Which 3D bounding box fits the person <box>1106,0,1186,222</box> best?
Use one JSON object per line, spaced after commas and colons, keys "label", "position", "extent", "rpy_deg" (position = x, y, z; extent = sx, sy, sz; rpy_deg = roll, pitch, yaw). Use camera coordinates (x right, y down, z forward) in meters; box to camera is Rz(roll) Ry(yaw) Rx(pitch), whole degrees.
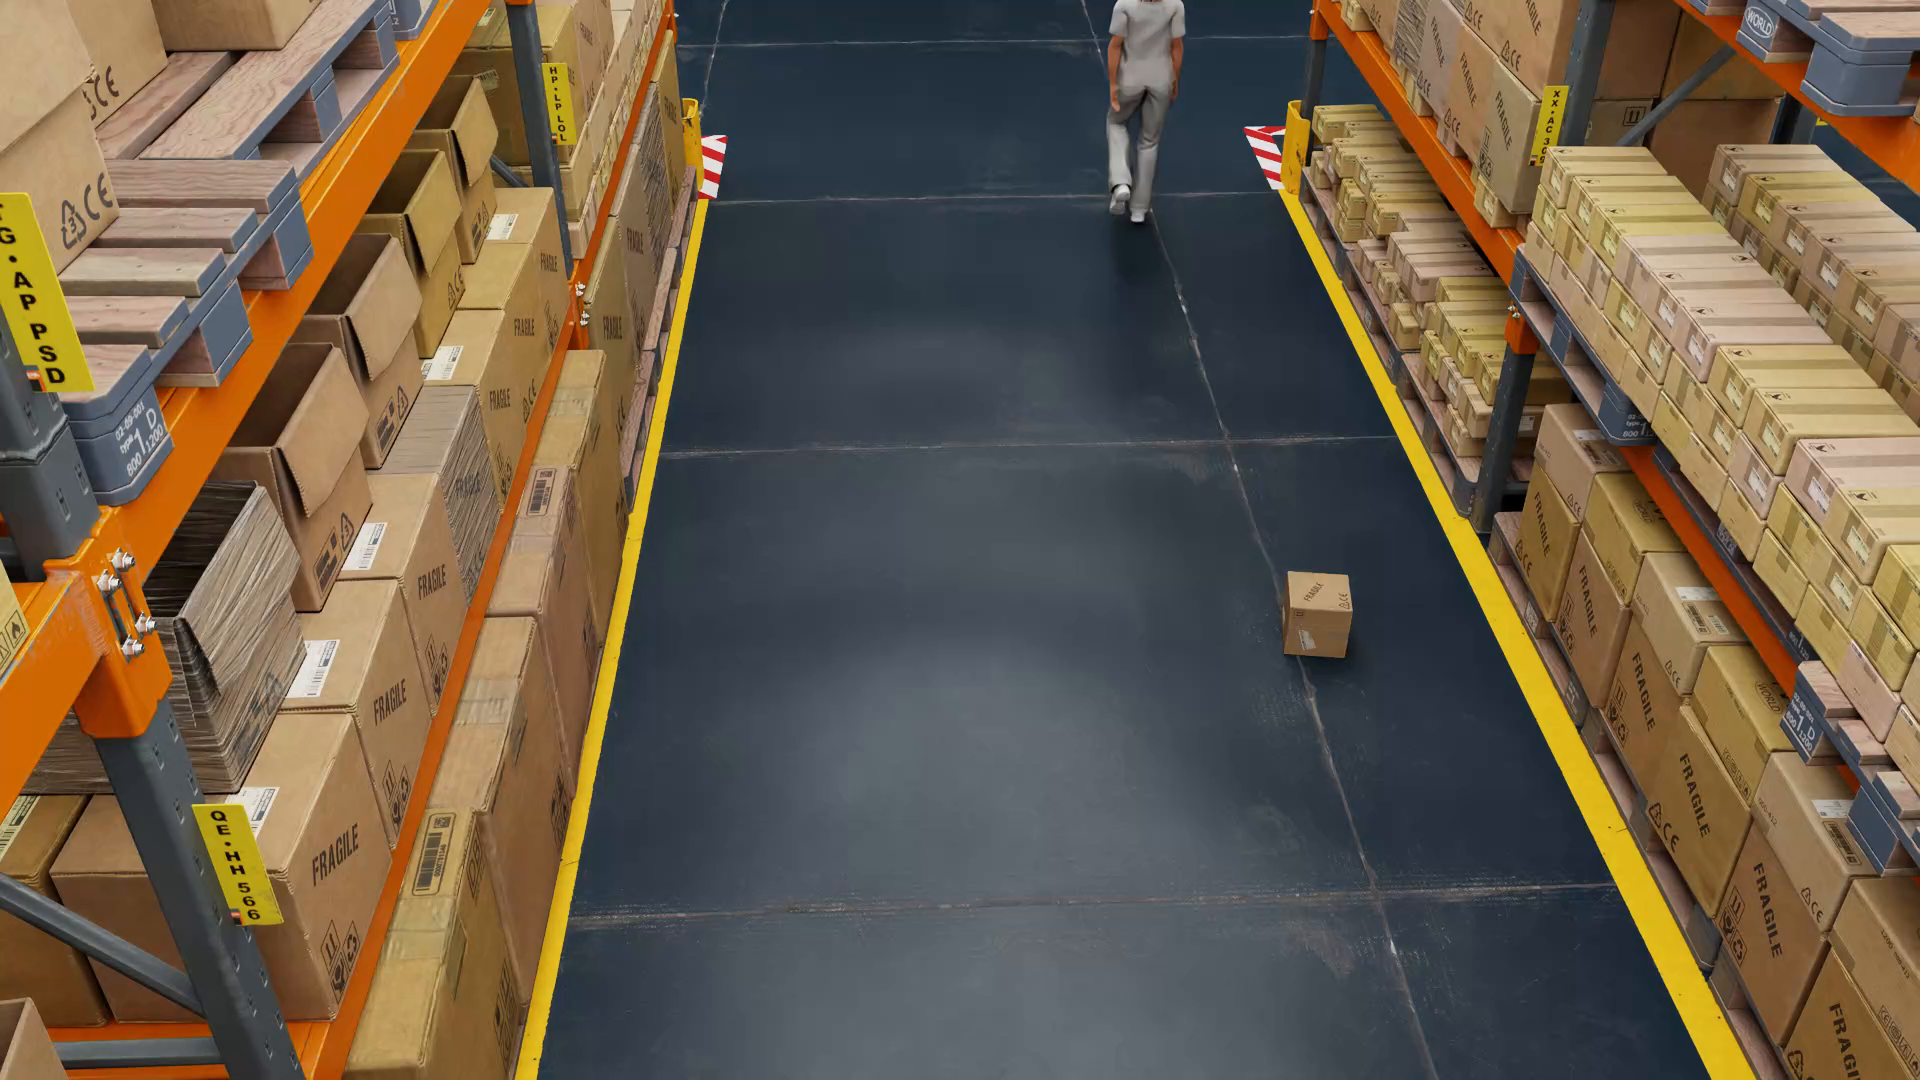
{"label": "person", "position": [1.098, -2.732, 9.957], "extent": [0.448, 1.660, 0.456], "rpy_deg": [2, 35, 3]}
